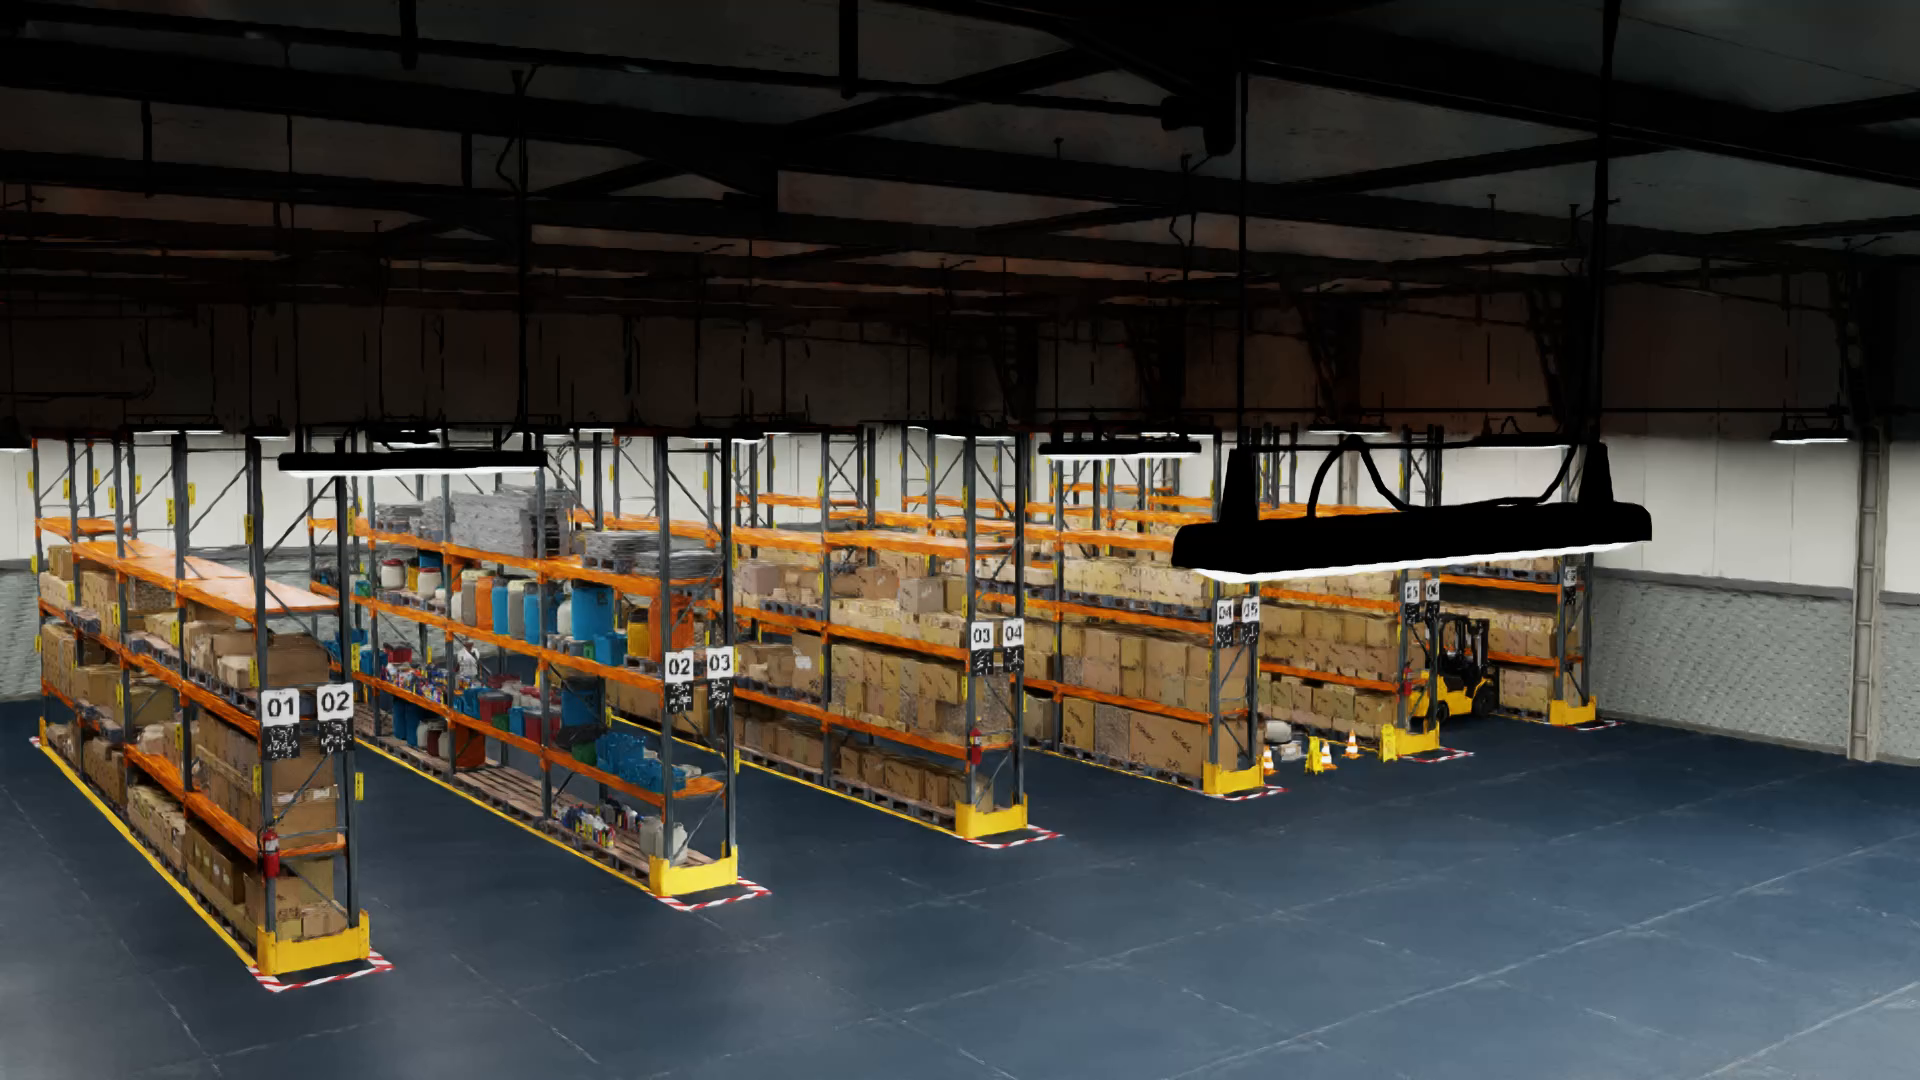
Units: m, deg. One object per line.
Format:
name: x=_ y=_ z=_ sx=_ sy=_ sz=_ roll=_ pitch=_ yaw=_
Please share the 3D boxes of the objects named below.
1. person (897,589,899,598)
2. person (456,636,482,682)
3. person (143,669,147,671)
person: x=-1.670 y=1.934 z=45.546 sx=0.657 sy=1.641 sz=0.463 roll=2 pitch=5 yaw=24
person: x=-10.236 y=2.790 z=34.695 sx=0.461 sy=1.626 sz=0.999 roll=-3 pitch=6 yaw=-38
person: x=-16.151 y=2.860 z=33.003 sx=0.588 sy=1.746 sz=0.735 roll=-2 pitch=5 yaw=-25
